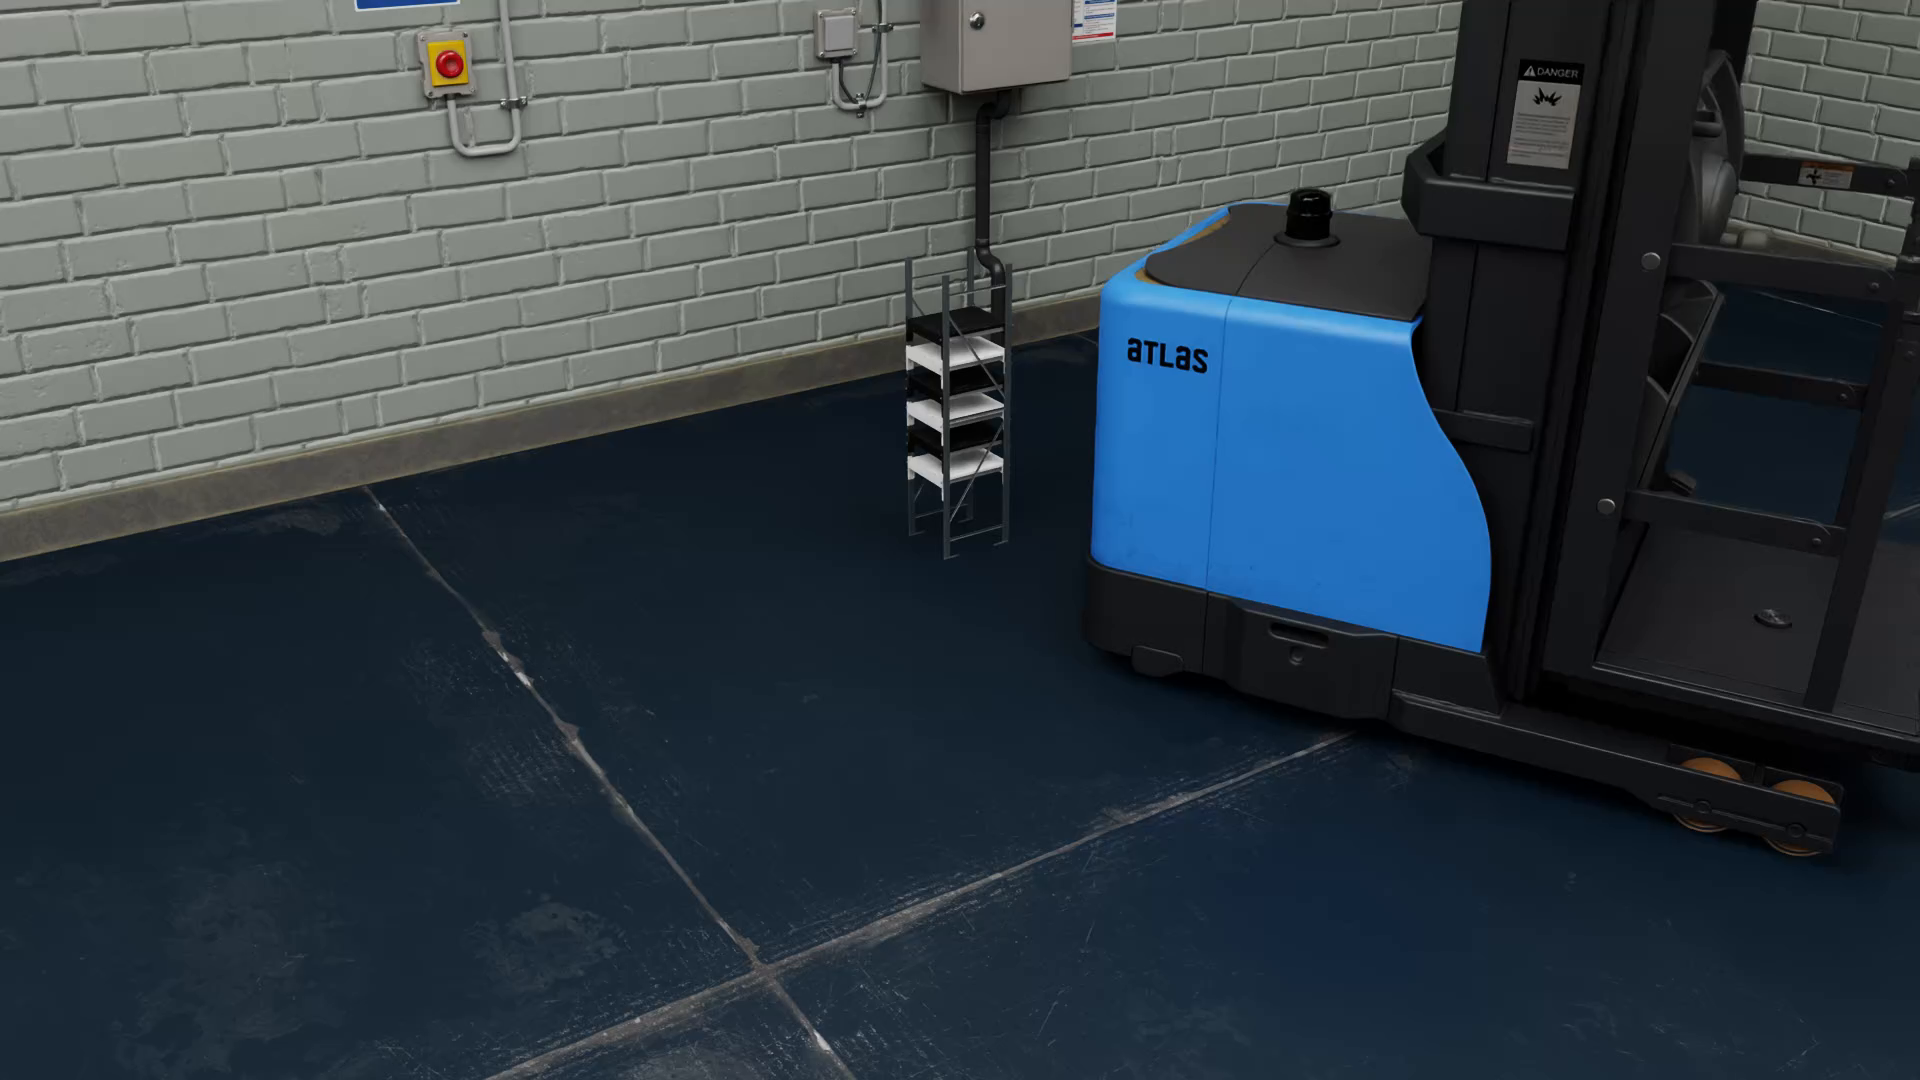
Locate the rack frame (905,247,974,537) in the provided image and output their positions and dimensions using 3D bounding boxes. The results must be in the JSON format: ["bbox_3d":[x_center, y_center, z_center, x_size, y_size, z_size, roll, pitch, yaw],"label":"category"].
[{"bbox_3d":[-0.060,-0.446,5.141,0.240,0.900,0.006,-16,29,-30],"label":"rack frame"}]

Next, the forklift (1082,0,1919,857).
[{"bbox_3d":[1.878,-0.873,3.667,3.031,2.935,1.130,13,28,26],"label":"forklift"}]

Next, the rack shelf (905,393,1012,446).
[{"bbox_3d":[-0.004,-0.380,5.078,0.258,0.077,0.200,-16,29,-30],"label":"rack shelf"}]

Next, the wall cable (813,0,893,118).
[{"bbox_3d":[-0.468,-2.424,5.681,0.588,1.984,0.122,-16,29,-30],"label":"wall cable"}]

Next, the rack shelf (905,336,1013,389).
[{"bbox_3d":[-0.004,-0.542,5.001,0.258,0.077,0.200,-16,29,-30],"label":"rack shelf"}]

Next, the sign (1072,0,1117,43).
[{"bbox_3d":[0.491,-2.213,6.536,0.329,0.494,0.001,-16,29,-30],"label":"sign"}]

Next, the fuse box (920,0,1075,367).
[{"bbox_3d":[0.190,-1.484,6.390,0.539,1.711,0.414,-16,29,-30],"label":"fuse box"}]

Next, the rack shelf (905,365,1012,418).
[{"bbox_3d":[-0.004,-0.461,5.040,0.258,0.077,0.200,-16,29,-30],"label":"rack shelf"}]

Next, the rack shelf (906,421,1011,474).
[{"bbox_3d":[-0.004,-0.298,5.117,0.258,0.077,0.200,-16,29,-30],"label":"rack shelf"}]

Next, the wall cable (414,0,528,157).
[{"bbox_3d":[-1.650,-2.103,4.965,0.585,1.953,0.123,-16,29,-30],"label":"wall cable"}]

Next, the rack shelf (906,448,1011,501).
[{"bbox_3d":[-0.004,-0.217,5.155,0.258,0.077,0.200,-16,29,-30],"label":"rack shelf"}]

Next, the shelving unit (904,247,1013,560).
[{"bbox_3d":[-0.004,-0.410,5.064,0.258,0.900,0.210,-16,29,-30],"label":"shelving unit"}]

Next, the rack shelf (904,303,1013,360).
[{"bbox_3d":[-0.004,-0.624,4.963,0.258,0.077,0.200,-16,29,-30],"label":"rack shelf"}]

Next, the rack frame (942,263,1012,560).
[{"bbox_3d":[0.051,-0.373,4.987,0.240,0.900,0.006,-16,29,-30],"label":"rack frame"}]

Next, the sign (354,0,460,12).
[{"bbox_3d":[-1.724,-1.763,5.153,0.327,0.218,0.001,-16,29,-30],"label":"sign"}]
